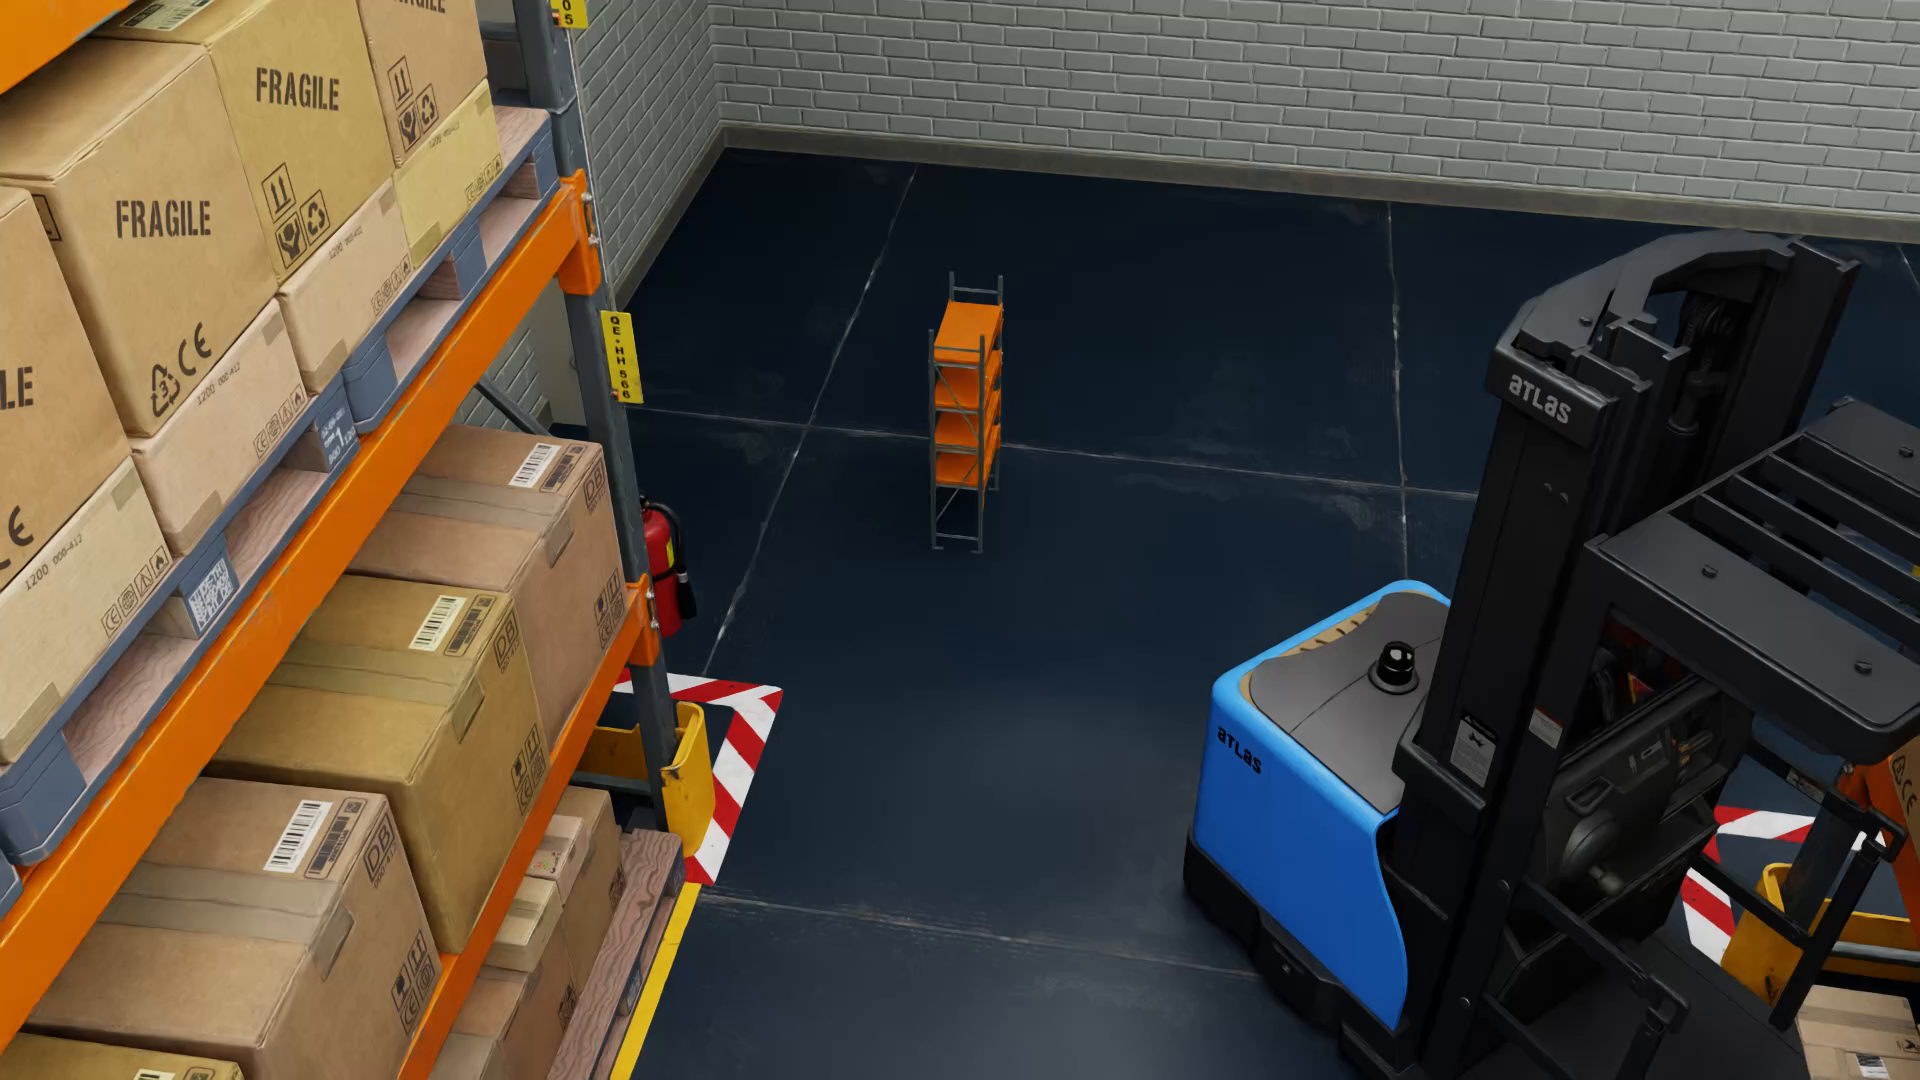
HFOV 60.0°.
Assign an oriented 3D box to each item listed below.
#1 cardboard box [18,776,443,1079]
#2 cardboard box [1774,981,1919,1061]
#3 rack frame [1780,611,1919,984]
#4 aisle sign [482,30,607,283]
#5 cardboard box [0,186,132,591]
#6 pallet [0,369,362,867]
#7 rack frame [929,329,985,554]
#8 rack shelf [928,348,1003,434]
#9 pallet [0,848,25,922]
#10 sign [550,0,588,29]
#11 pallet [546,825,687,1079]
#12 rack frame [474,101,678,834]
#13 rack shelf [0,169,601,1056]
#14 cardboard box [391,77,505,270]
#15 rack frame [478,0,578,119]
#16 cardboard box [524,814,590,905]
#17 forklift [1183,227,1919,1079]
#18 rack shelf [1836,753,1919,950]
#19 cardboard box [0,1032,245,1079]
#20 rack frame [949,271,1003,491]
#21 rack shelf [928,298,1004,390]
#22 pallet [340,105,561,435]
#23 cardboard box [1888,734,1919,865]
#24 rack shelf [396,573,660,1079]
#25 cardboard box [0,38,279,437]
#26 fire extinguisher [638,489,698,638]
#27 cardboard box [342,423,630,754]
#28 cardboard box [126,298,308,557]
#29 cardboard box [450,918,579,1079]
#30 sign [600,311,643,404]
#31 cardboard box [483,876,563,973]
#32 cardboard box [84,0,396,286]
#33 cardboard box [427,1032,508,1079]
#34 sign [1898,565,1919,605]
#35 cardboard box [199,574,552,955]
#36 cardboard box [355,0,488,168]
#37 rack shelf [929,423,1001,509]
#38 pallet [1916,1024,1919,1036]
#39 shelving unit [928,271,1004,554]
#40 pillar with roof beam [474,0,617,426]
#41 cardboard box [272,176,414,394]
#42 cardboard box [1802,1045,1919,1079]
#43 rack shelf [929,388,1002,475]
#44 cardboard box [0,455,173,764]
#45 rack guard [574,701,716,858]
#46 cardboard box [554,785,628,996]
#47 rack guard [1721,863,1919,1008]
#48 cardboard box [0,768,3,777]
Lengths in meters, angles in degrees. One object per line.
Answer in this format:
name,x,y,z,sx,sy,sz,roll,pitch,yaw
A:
cardboard box,-1.899,1.055,3.981,0.980,0.700,0.700,5,40,6
cardboard box,2.904,1.612,5.435,0.380,0.149,0.250,6,40,8
rack frame,3.315,0.458,4.939,1.000,3.000,0.127,6,40,8
aisle sign,-1.257,-1.100,4.783,0.394,0.787,0.004,6,40,8
cardboard box,-1.695,-0.214,2.518,0.500,0.500,0.500,7,40,8
pallet,-1.892,0.027,3.176,1.003,0.211,1.213,6,40,8
rack frame,-0.014,-0.413,7.405,0.240,1.200,0.015,6,40,8
rack shelf,0.029,-0.687,7.491,0.258,0.148,0.480,6,40,8
pallet,-2.105,0.790,2.252,1.003,0.211,1.213,6,40,8
sign,-1.033,-1.484,4.301,0.100,0.325,0.005,6,40,8
pallet,-1.626,1.499,5.868,1.003,0.211,1.213,6,40,8
rack frame,-1.565,-0.086,5.597,1.000,3.000,0.127,6,40,8
rack shelf,-1.911,0.290,3.352,1.077,0.370,4.000,6,40,8
cardboard box,-1.430,-0.896,3.932,0.500,0.250,0.500,8,40,9
rack frame,-1.565,-2.398,3.685,1.000,3.000,0.127,6,40,8
cardboard box,-1.430,1.017,5.386,0.380,0.149,0.250,6,40,7
forklift,2.091,0.761,4.626,1.130,2.935,3.031,-24,45,-26
rack shelf,2.969,1.990,3.650,1.077,0.370,4.000,6,40,8
cardboard box,-2.015,1.513,3.428,0.980,0.700,0.700,5,40,7
rack frame,0.071,-0.719,7.775,0.240,1.200,0.015,6,40,8
rack shelf,0.029,-0.869,7.340,0.258,0.148,0.480,6,40,8
pallet,-1.683,-0.741,4.105,1.003,0.211,1.213,6,40,8
cardboard box,2.978,0.669,4.605,0.500,0.500,0.500,7,40,9
rack shelf,-1.911,1.447,4.308,1.077,0.370,4.000,6,40,8
cardboard box,-1.602,-0.543,2.917,0.500,0.500,0.500,5,40,6
fire extinguisher,-1.084,0.044,5.793,0.296,0.674,0.183,6,40,8
cardboard box,-1.643,0.120,5.113,0.980,0.700,0.700,8,40,10
cardboard box,-1.604,-0.242,3.141,0.500,0.250,0.500,5,40,6
cardboard box,-1.674,1.480,5.335,0.700,0.500,0.500,6,40,8
sign,-1.033,-0.555,5.069,0.100,0.325,0.005,6,40,8
cardboard box,-1.474,1.177,5.192,0.380,0.149,0.250,7,40,9
cardboard box,-1.520,-0.871,3.314,0.500,0.500,0.500,8,40,9
cardboard box,-1.760,1.796,4.953,0.700,0.500,0.500,5,40,6
sign,2.780,0.065,4.735,0.100,0.325,0.005,6,40,8
cardboard box,-1.758,0.578,4.559,0.980,0.700,0.700,6,40,7
cardboard box,-1.423,-1.184,3.692,0.500,0.500,0.500,6,40,8
rack shelf,0.029,-0.361,7.760,0.258,0.148,0.480,6,40,8
pallet,3.164,2.081,5.165,1.003,0.211,1.213,6,40,8
shelving unit,0.029,-0.566,7.590,0.258,1.200,0.503,6,40,8
pillar with roof beam,2.290,-3.713,5.276,9.100,9.000,0.400,6,40,8
cardboard box,-1.519,-0.569,3.536,0.500,0.250,0.500,5,40,6
cardboard box,2.860,1.762,5.240,0.380,0.166,0.250,6,40,8
rack shelf,0.029,-0.514,7.633,0.258,0.148,0.480,6,40,8
cardboard box,-1.694,0.080,2.751,0.500,0.250,0.500,5,40,6
rack guard,-1.561,0.862,6.411,1.175,0.500,0.348,6,40,8
cardboard box,-1.588,1.166,5.715,0.700,0.500,0.500,6,40,8
rack guard,3.301,1.469,5.678,1.175,0.500,0.348,6,40,8
cardboard box,-1.776,0.403,2.361,0.500,0.250,0.500,6,40,7
